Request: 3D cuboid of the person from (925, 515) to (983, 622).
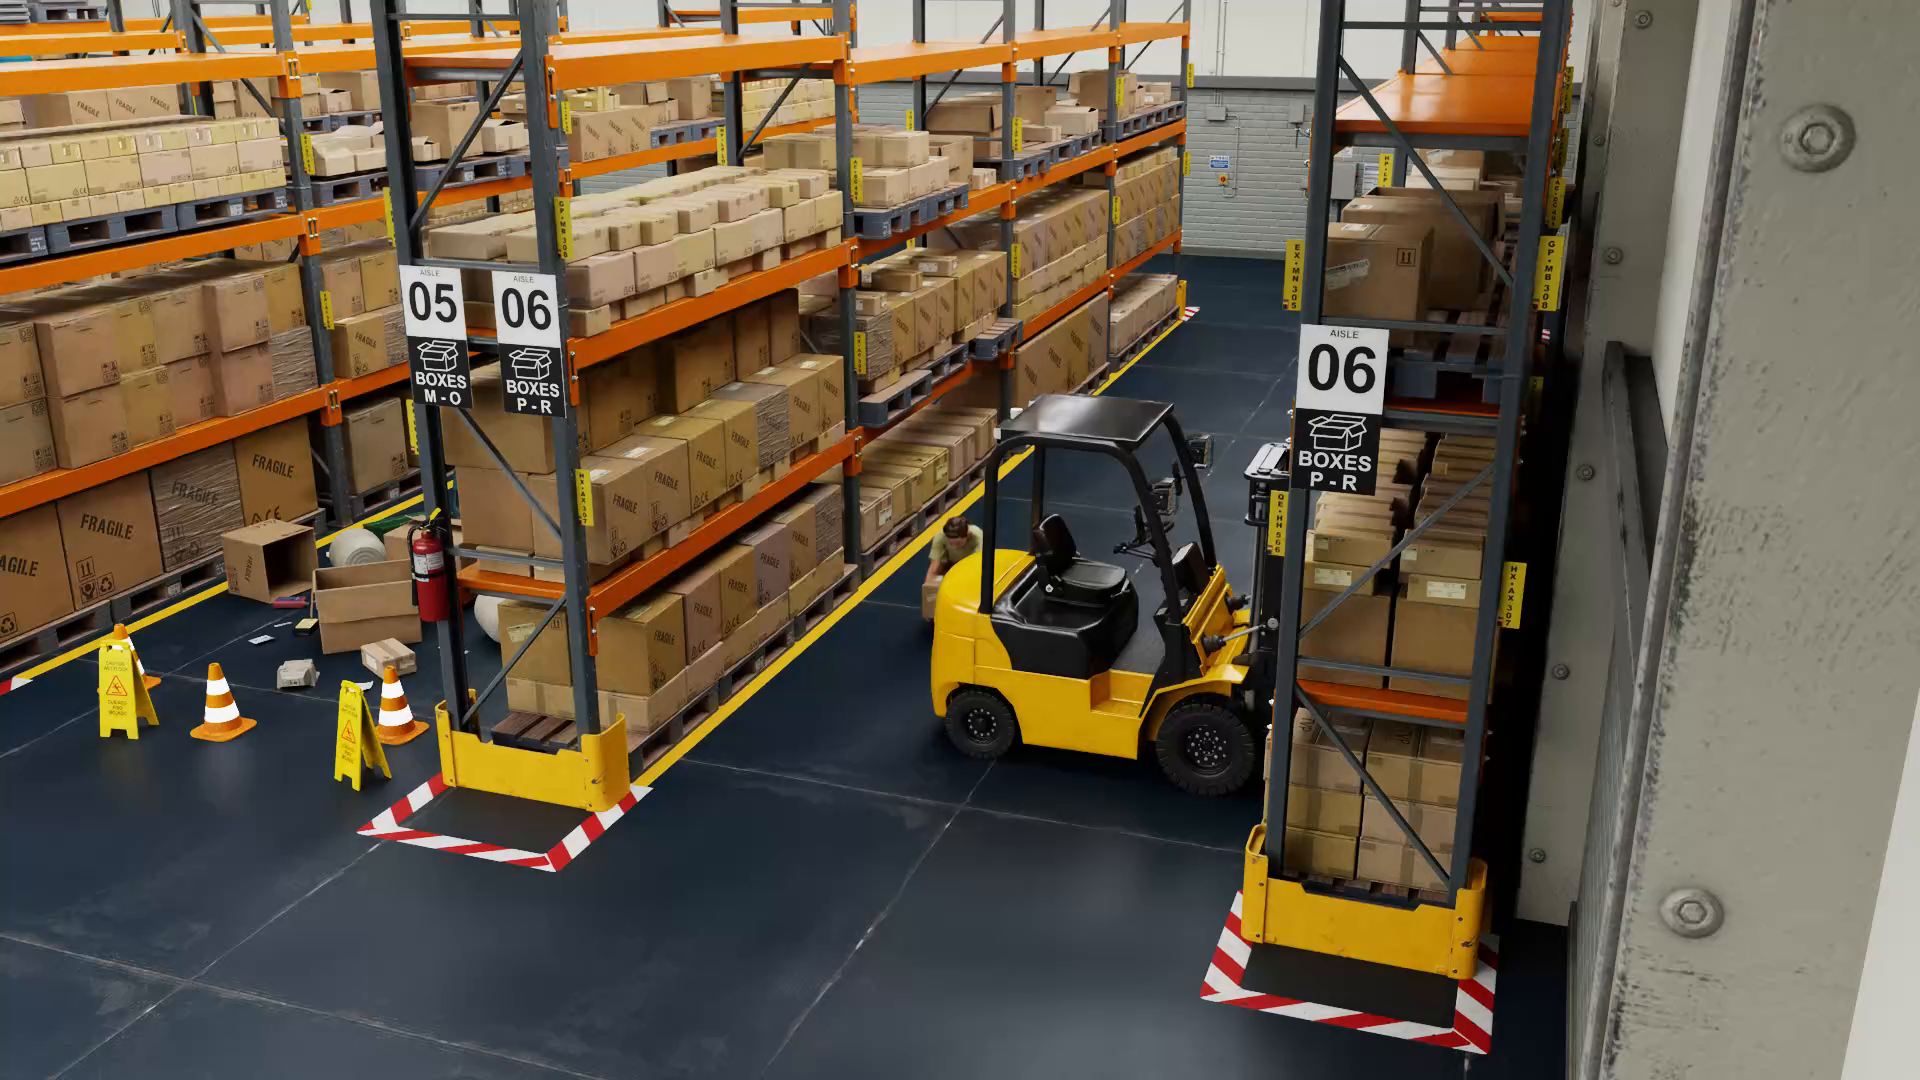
[{"bbox_3d":[-0.006,0.201,12.637,0.470,0.936,0.818,6,20,17],"label":"person"}]
